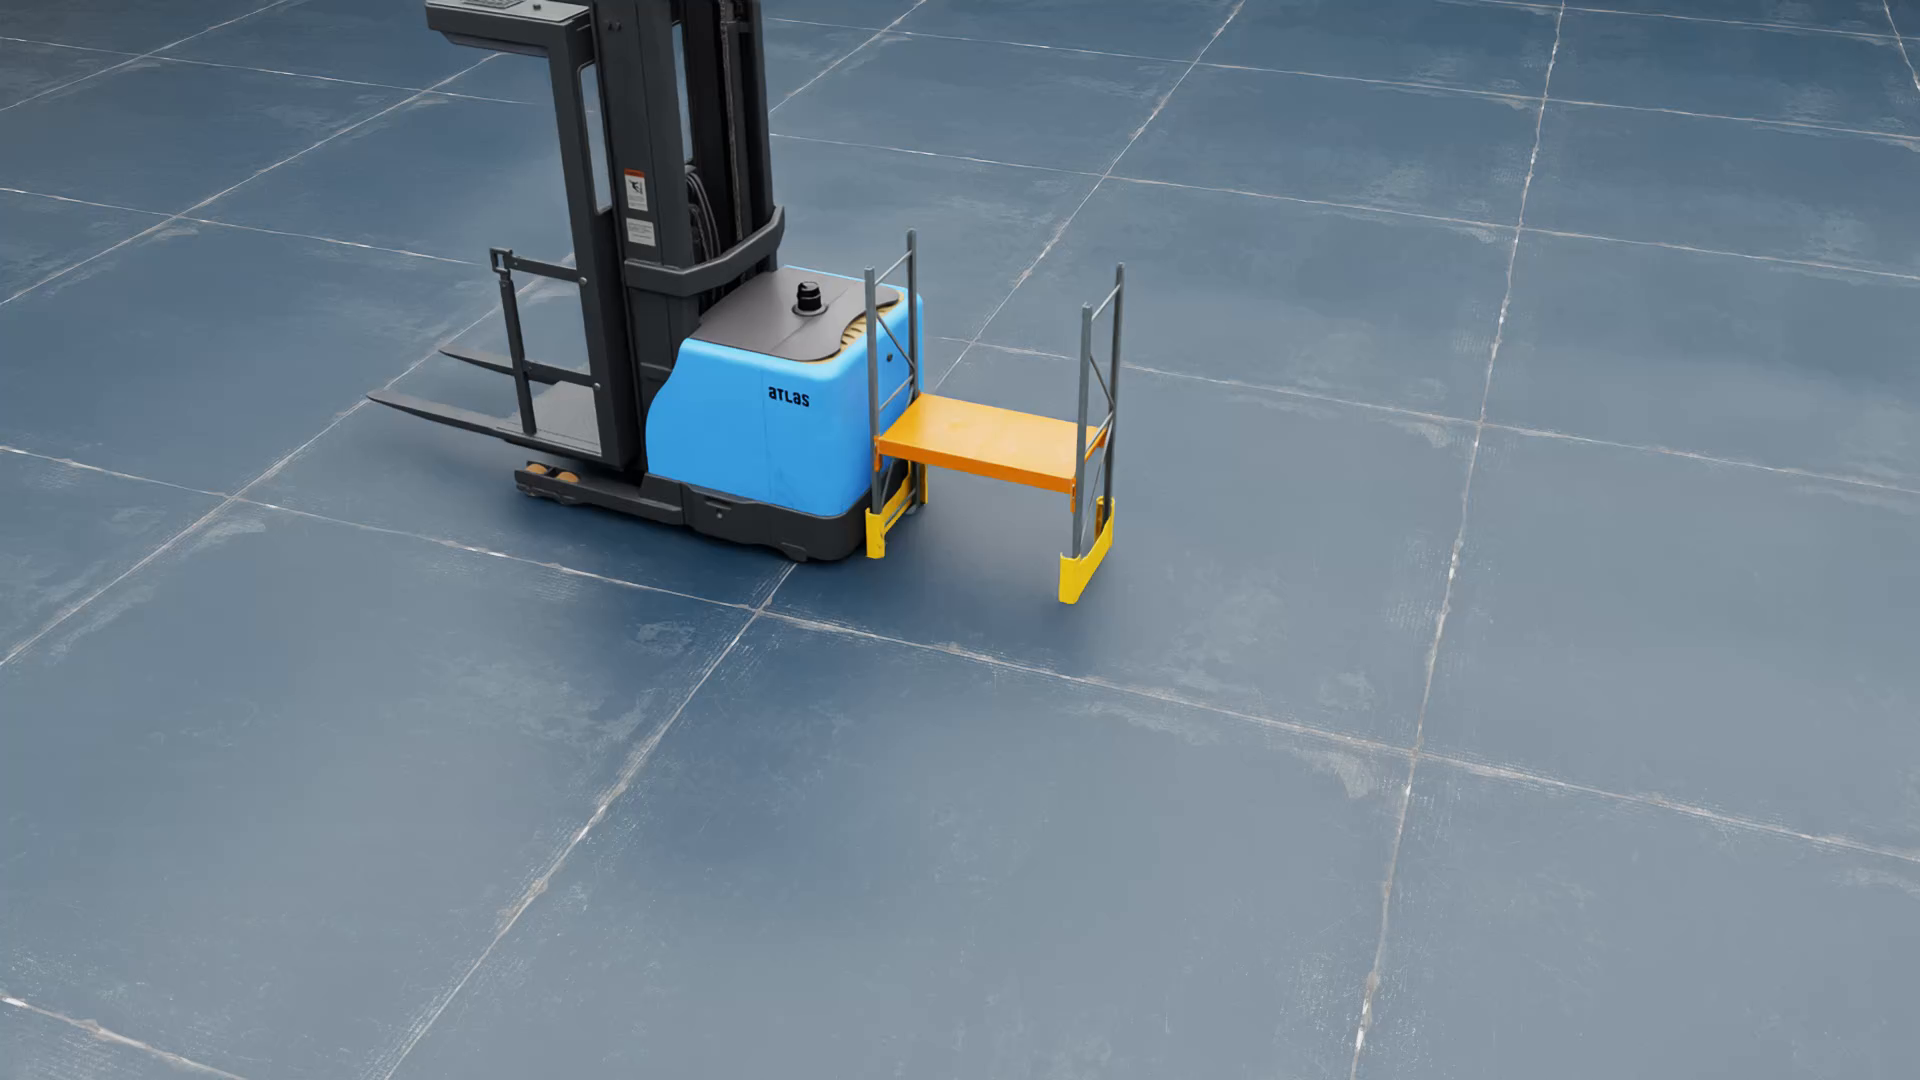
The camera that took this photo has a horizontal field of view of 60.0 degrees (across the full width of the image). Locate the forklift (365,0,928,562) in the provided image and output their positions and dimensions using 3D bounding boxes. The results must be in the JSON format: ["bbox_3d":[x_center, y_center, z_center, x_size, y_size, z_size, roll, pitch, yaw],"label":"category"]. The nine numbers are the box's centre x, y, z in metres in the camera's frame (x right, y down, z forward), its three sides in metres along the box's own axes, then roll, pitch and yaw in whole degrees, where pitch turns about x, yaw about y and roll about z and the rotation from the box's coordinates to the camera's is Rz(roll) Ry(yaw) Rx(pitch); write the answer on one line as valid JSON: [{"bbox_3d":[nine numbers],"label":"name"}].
[{"bbox_3d":[-1.729,-1.655,8.111,3.031,2.935,1.130,14,35,21],"label":"forklift"}]

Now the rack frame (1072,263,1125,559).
[{"bbox_3d":[0.626,-0.476,7.605,0.032,1.500,0.500,13,35,19],"label":"rack frame"}]

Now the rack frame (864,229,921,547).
[{"bbox_3d":[-0.313,-0.688,7.933,0.032,1.500,0.500,13,35,19],"label":"rack frame"}]

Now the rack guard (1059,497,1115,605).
[{"bbox_3d":[0.608,0.045,7.950,0.087,0.250,0.587,13,35,19],"label":"rack guard"}]

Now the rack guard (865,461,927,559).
[{"bbox_3d":[-0.312,-0.163,8.271,0.087,0.250,0.587,13,35,19],"label":"rack guard"}]

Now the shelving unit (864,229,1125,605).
[{"bbox_3d":[0.148,-0.584,7.772,1.083,1.500,0.587,13,35,19],"label":"shelving unit"}]

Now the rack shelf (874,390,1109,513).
[{"bbox_3d":[0.157,-0.431,7.866,1.000,0.185,0.538,13,35,19],"label":"rack shelf"}]
